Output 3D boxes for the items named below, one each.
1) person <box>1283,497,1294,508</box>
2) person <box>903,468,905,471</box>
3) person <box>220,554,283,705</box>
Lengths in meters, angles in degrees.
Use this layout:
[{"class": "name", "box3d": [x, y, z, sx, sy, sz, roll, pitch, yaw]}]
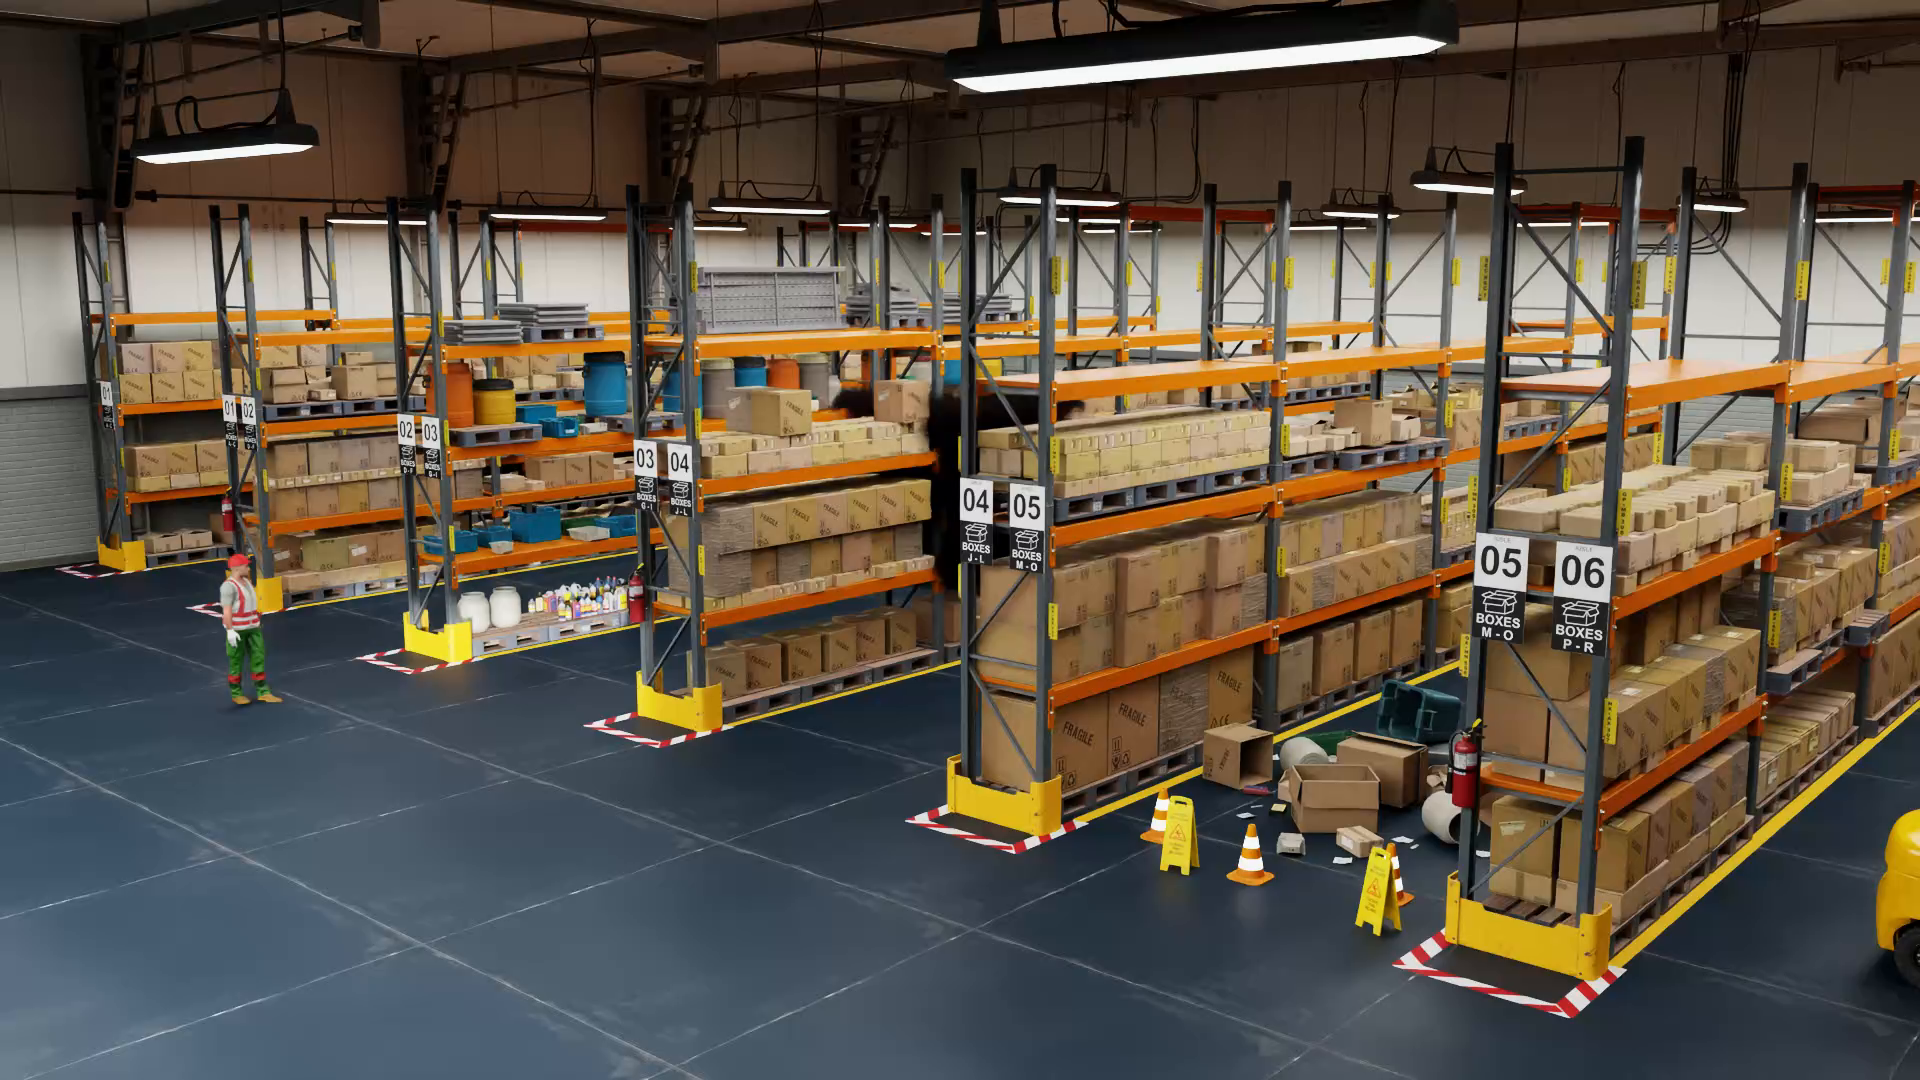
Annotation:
[{"class": "person", "box3d": [5.074, 0.055, 25.754, 0.592, 1.724, 1.031, 8, 12, 38]}, {"class": "person", "box3d": [-1.190, -2.333, 39.888, 0.553, 1.772, 0.456, -8, 13, -41]}, {"class": "person", "box3d": [-8.388, 1.060, 19.582, 0.535, 1.809, 0.599, 5, 11, 26]}]
